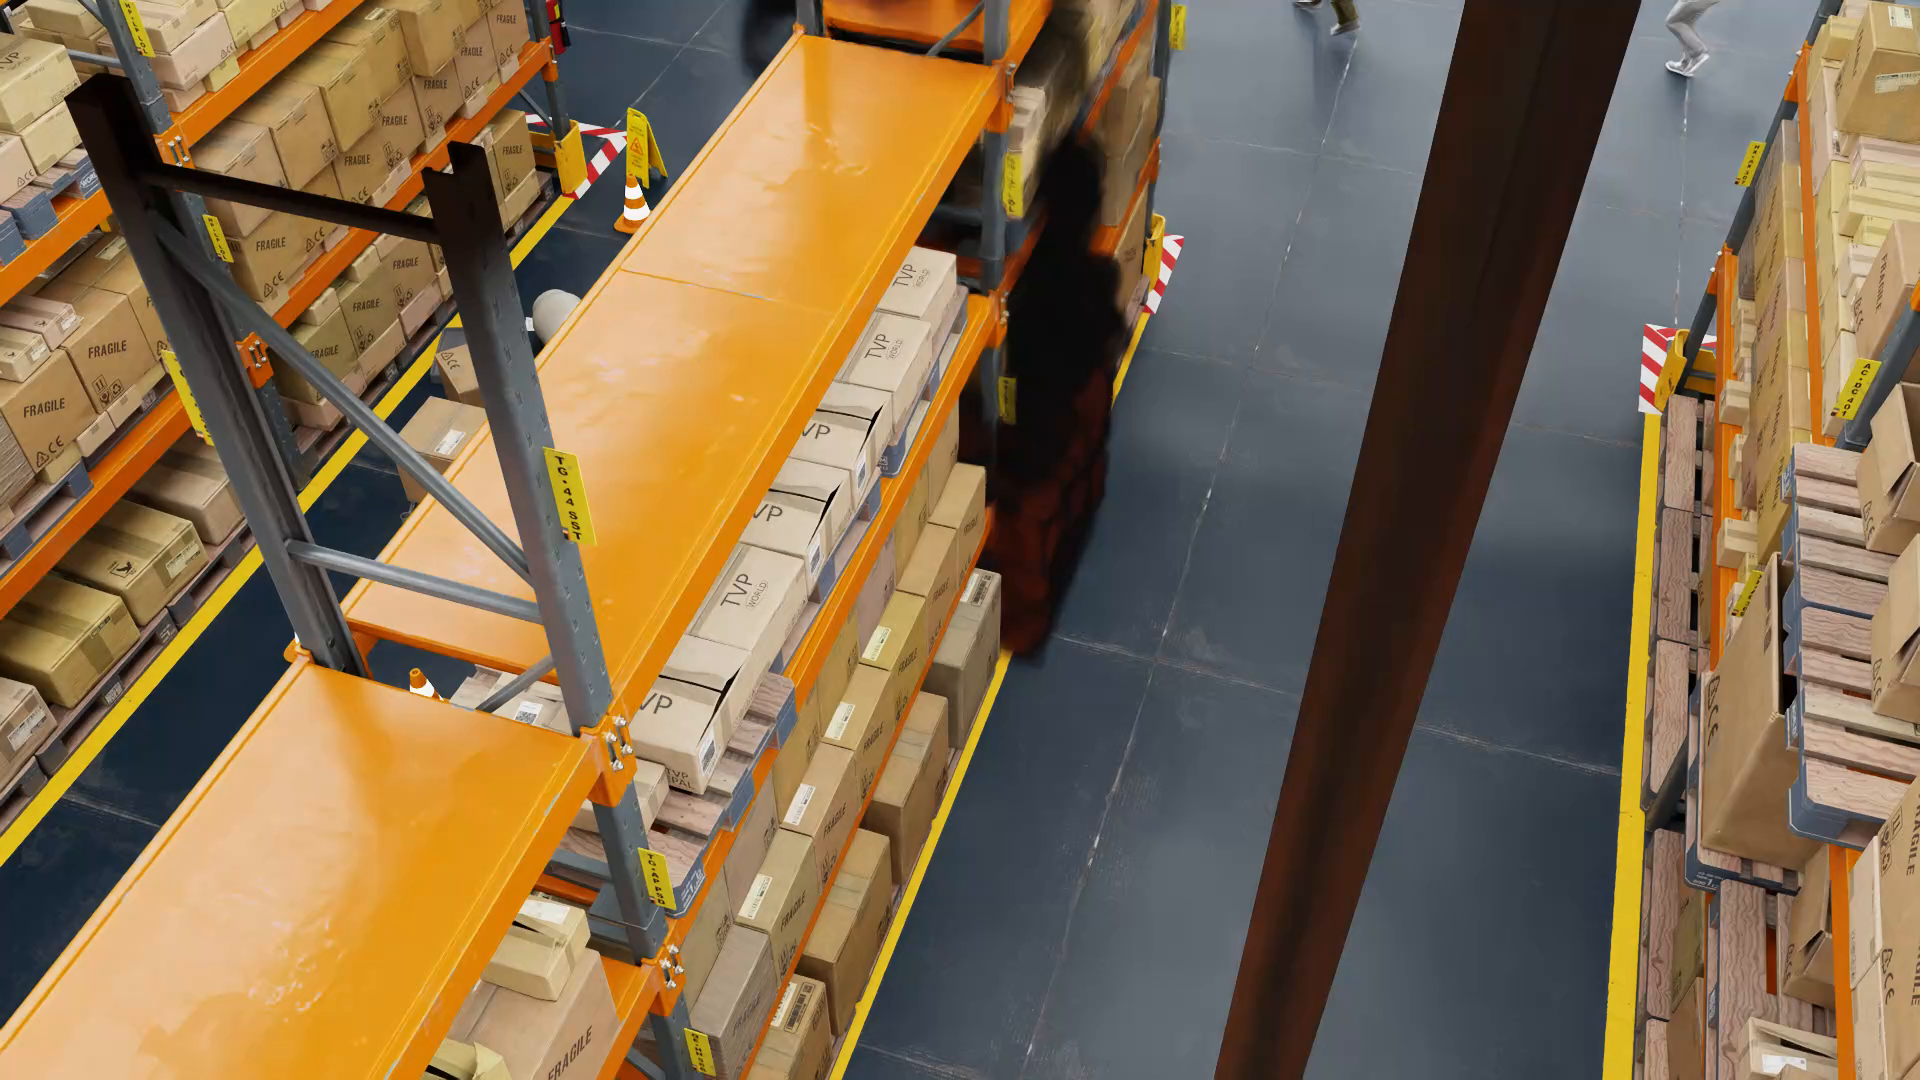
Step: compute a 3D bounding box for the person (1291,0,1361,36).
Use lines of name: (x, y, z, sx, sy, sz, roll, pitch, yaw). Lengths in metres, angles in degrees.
person: (3.482, -5.573, 15.293, 0.689, 1.777, 1.045, -26, 51, -23)

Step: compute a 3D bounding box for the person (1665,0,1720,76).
person: (6.617, -4.872, 14.806, 0.530, 1.552, 0.551, -32, 53, -27)
